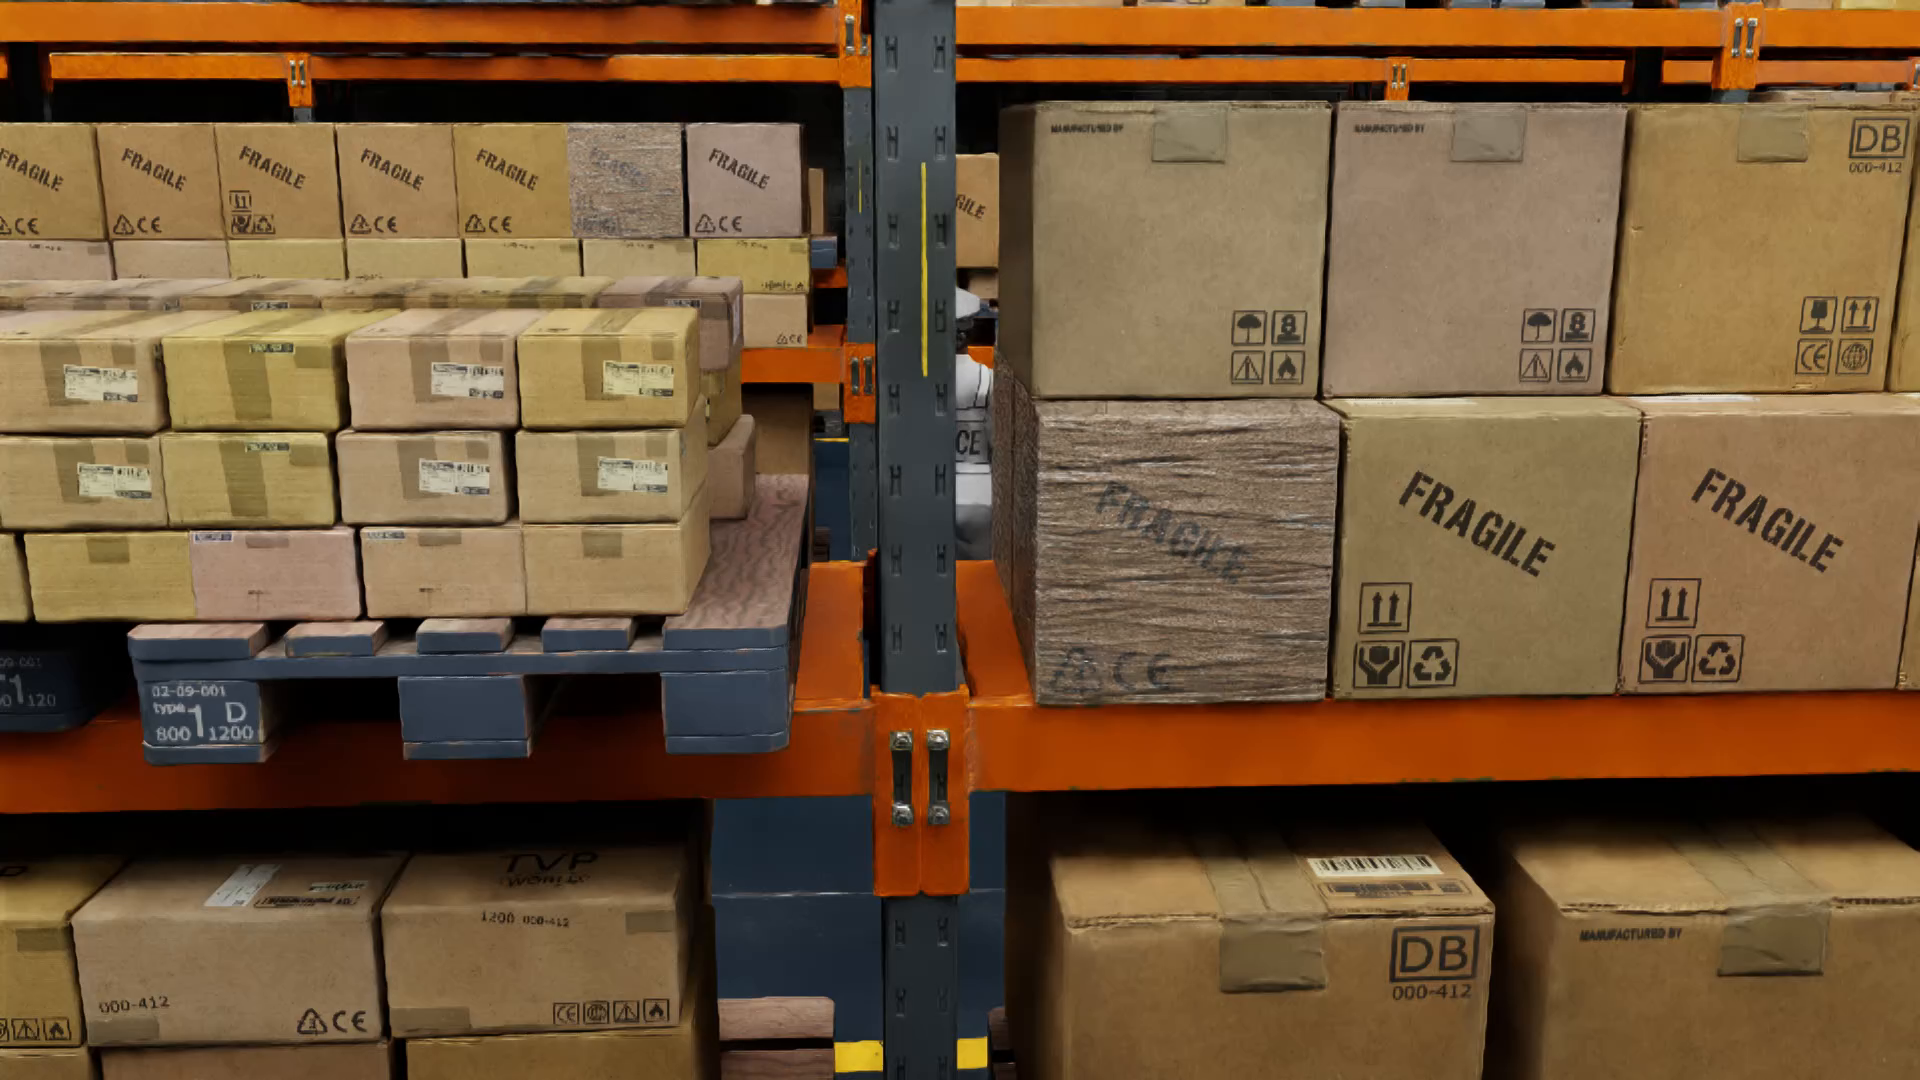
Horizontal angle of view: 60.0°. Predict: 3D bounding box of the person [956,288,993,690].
[{"bbox_3d":[-0.032,-0.105,6.302,0.556,1.685,0.384,1,14,3],"label":"person"}]
